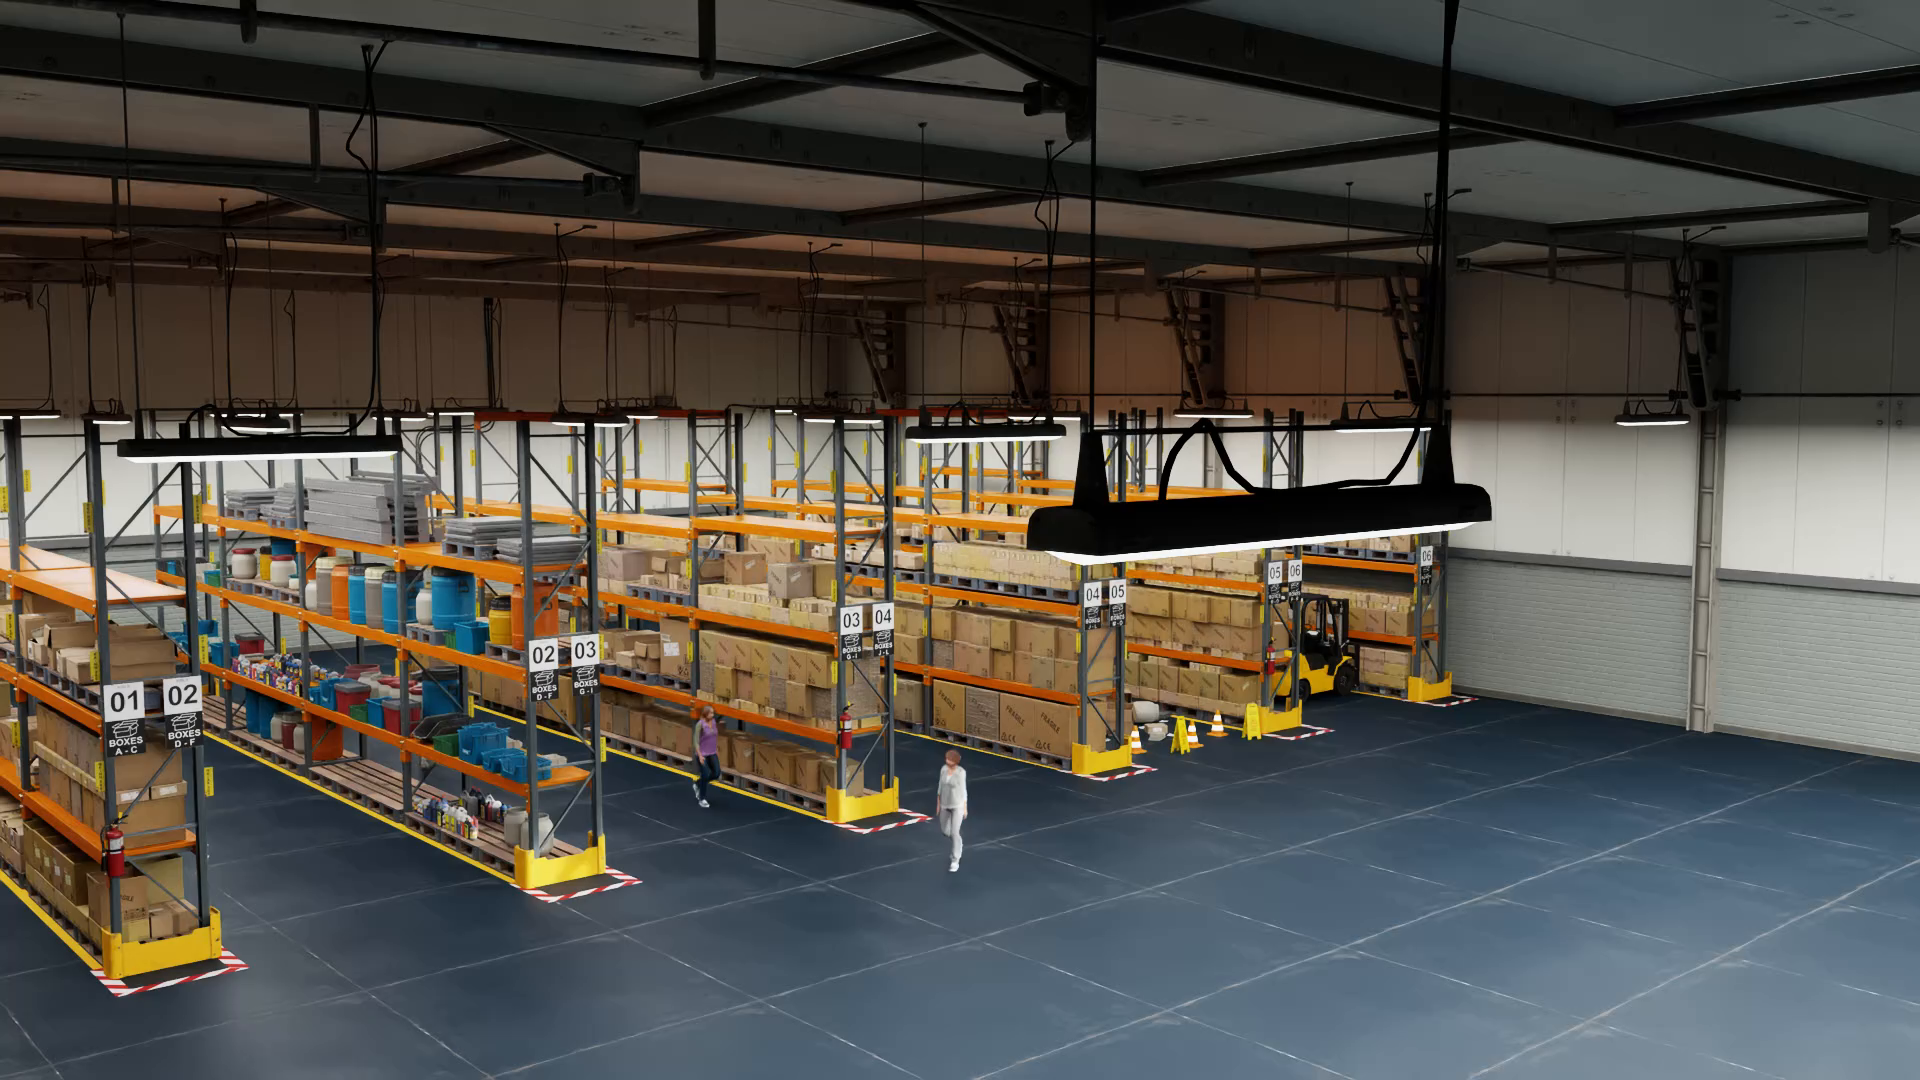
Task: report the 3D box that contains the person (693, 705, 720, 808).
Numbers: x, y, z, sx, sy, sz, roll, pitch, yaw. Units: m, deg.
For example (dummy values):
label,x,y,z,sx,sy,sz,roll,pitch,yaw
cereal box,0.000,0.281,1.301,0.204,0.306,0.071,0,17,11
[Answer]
label,x,y,z,sx,sy,sz,roll,pitch,yaw
person,-3.960,3.324,25.643,0.475,1.547,0.500,4,6,39

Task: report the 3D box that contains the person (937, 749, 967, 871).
label,x,y,z,sx,sy,sz,roll,pitch,yaw
person,-0.078,3.574,22.294,0.406,1.591,0.691,3,6,29

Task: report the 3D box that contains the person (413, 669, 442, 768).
label,x,y,z,sx,sy,sz,roll,pitch,yaw
person,-9.074,3.058,28.204,0.529,1.716,0.620,0,5,-1
